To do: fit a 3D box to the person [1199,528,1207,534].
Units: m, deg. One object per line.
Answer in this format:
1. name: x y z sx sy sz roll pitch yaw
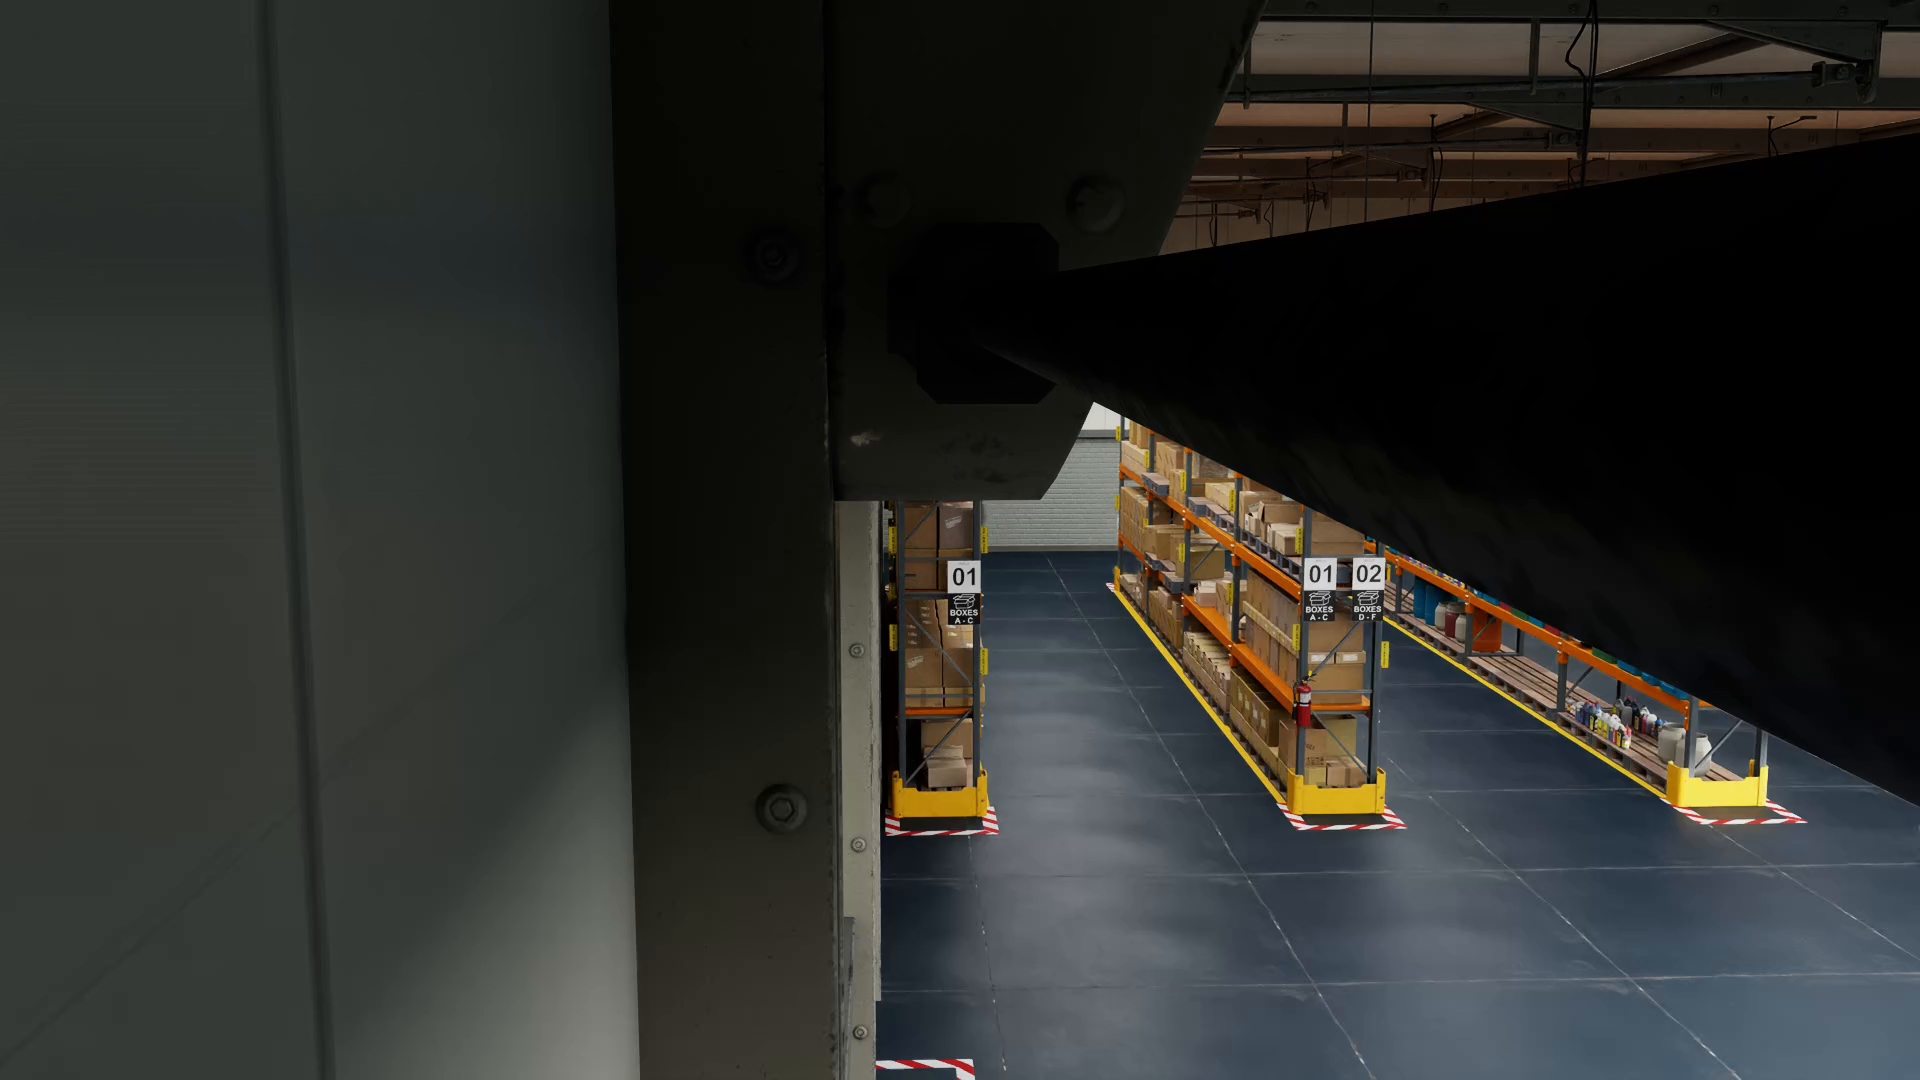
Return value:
1. person: 5.312 0.156 36.944 0.879 1.816 0.672 8 11 43
